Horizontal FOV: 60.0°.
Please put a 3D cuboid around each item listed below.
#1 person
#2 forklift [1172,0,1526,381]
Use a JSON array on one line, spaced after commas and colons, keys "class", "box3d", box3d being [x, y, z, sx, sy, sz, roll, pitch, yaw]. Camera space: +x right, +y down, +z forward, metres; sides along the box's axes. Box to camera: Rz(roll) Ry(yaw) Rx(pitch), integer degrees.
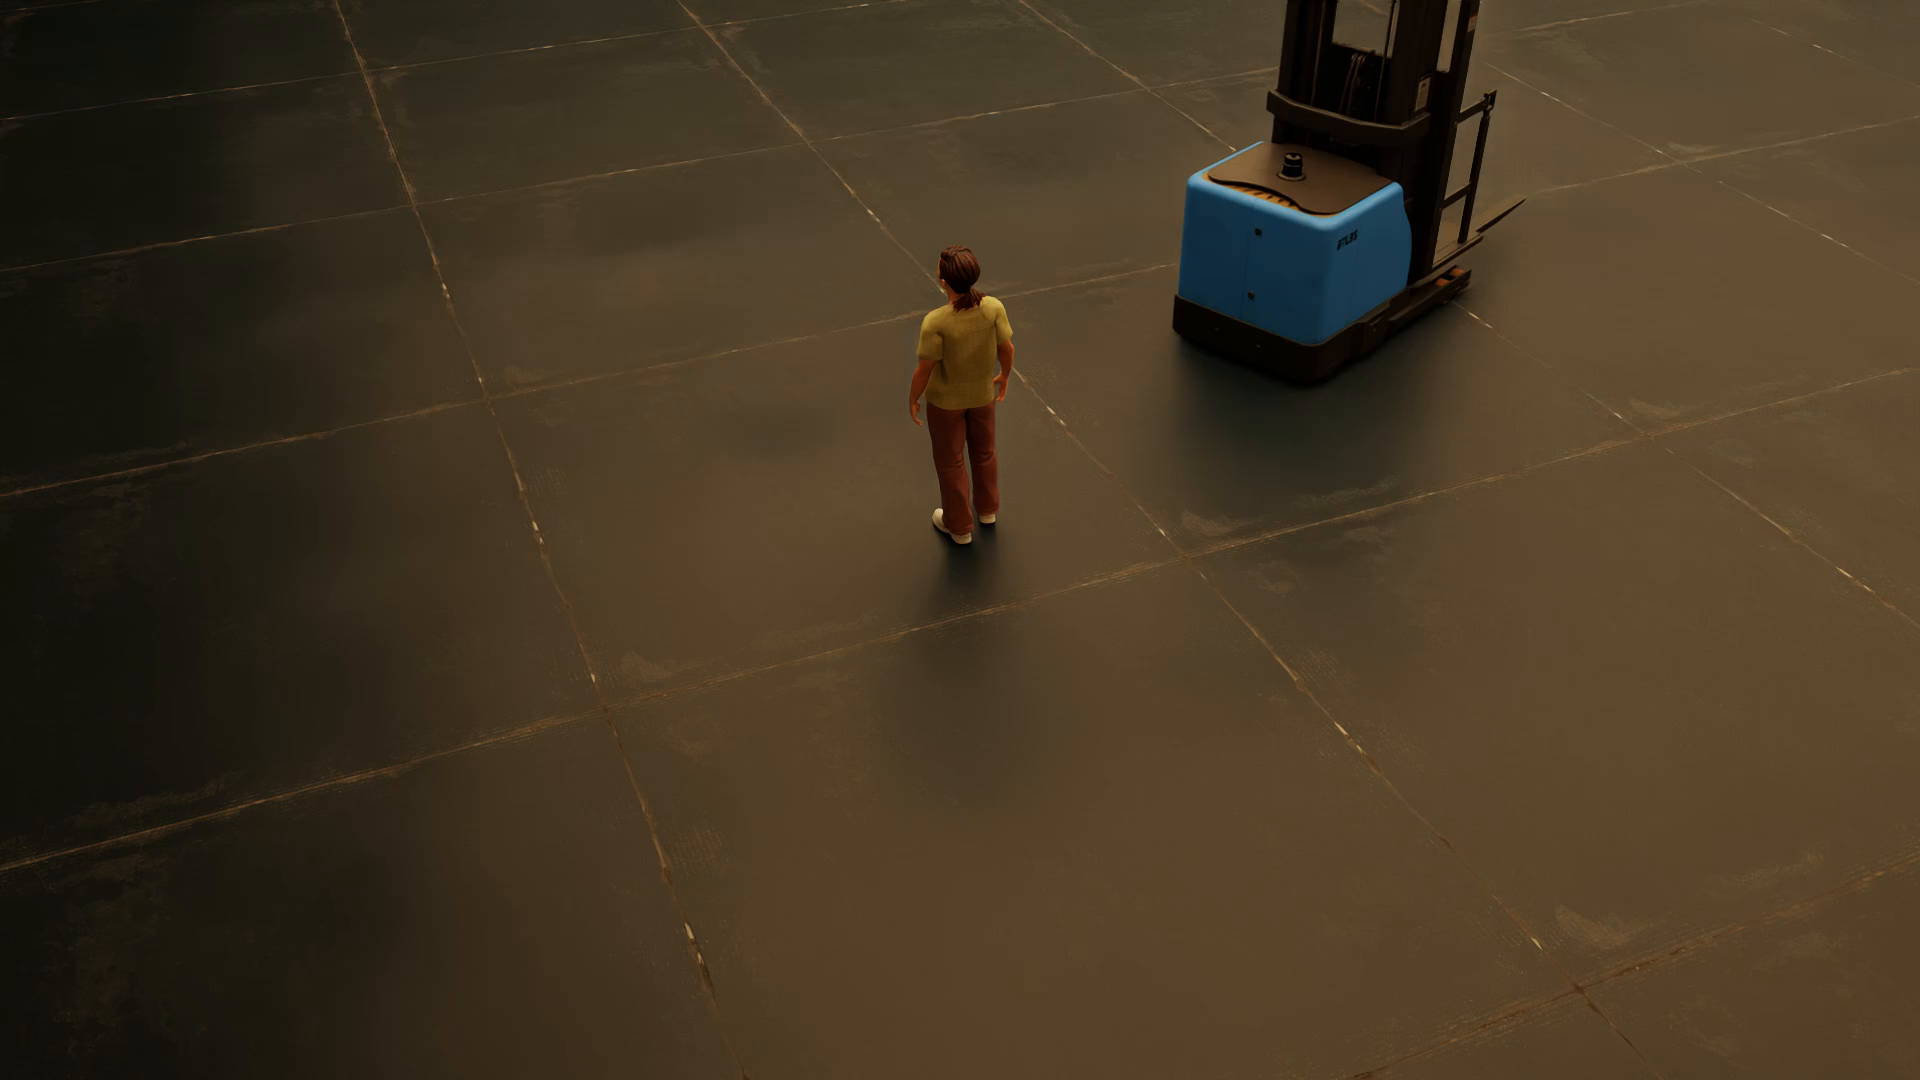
[{"class": "person", "box3d": [-0.018, -0.731, 8.197, 0.553, 1.675, 0.549, -14, 38, -19]}, {"class": "forklift", "box3d": [2.689, -2.898, 10.174, 1.130, 2.935, 3.031, 28, 44, 33]}]
